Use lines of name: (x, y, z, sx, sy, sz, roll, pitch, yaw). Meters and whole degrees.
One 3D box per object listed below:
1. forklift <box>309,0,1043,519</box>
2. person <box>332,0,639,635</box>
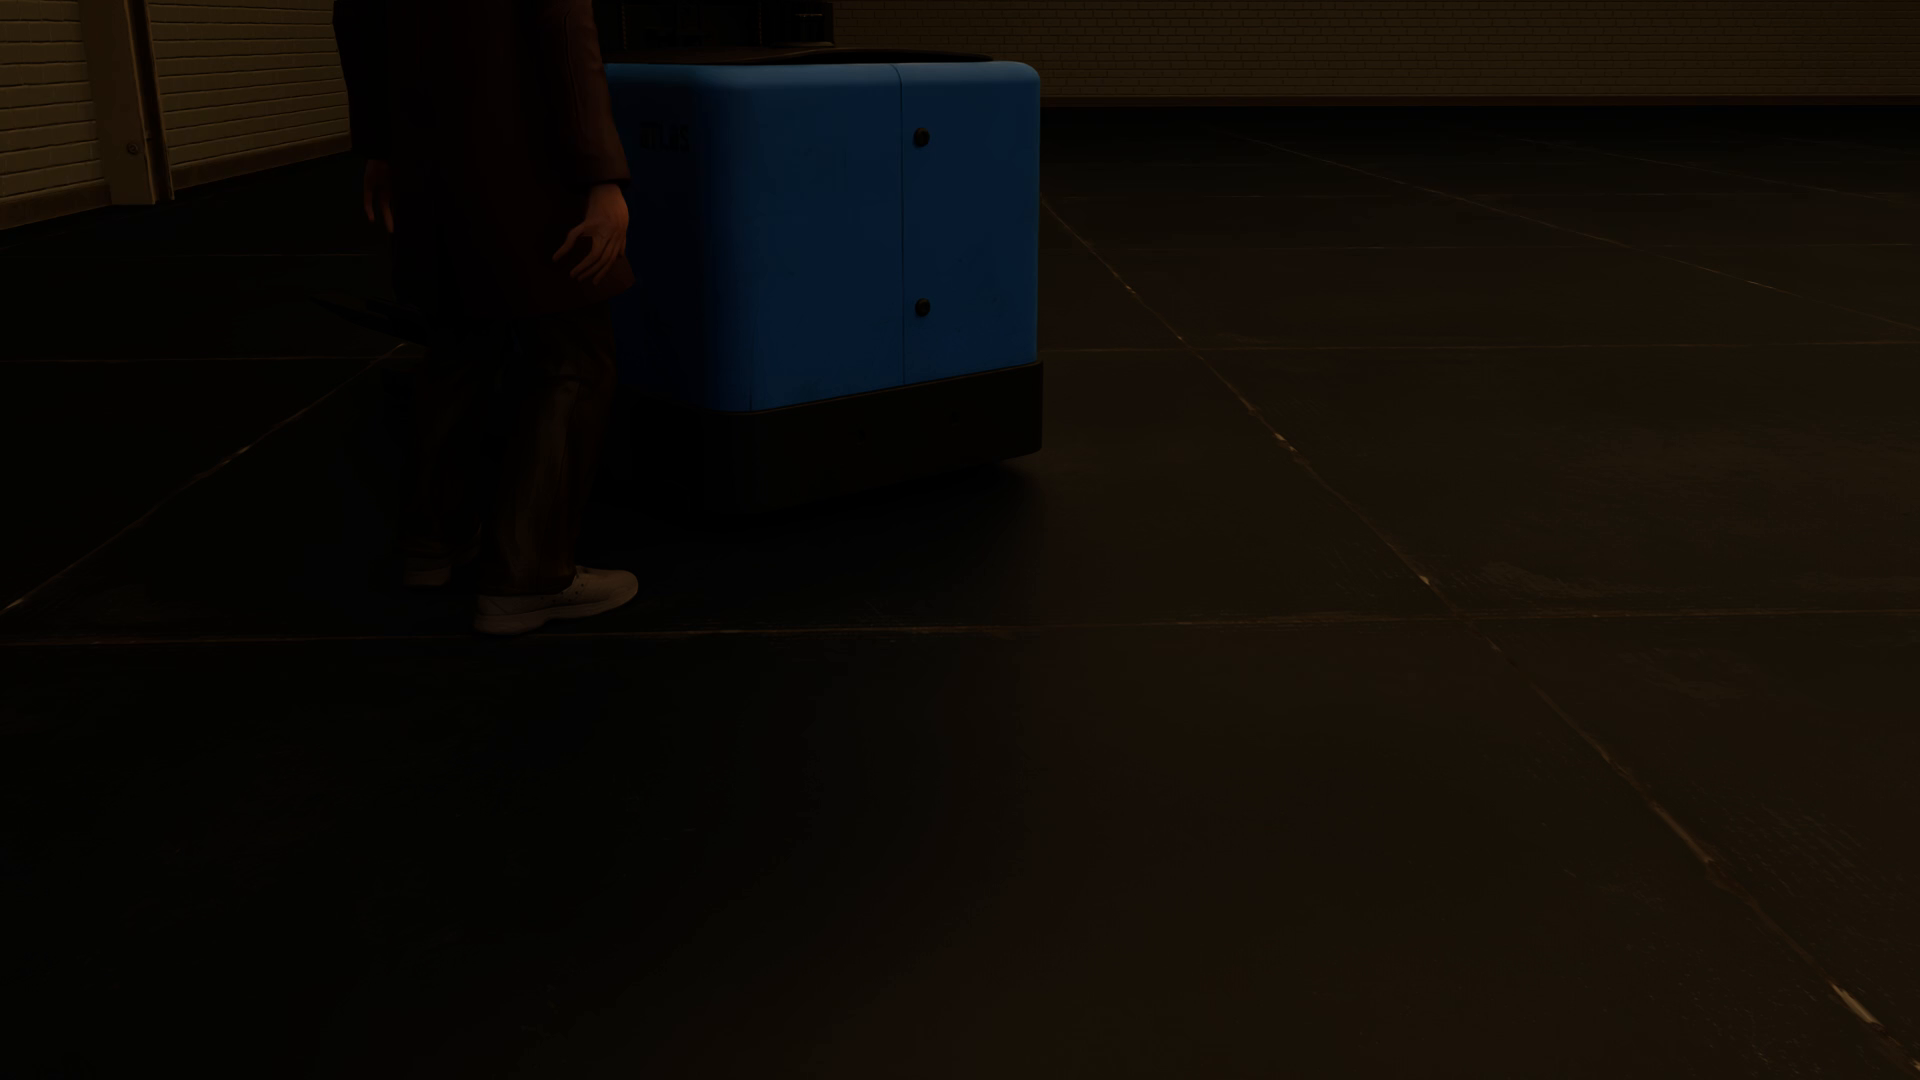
forklift: (-1.129, -1.812, 4.832, 1.130, 2.935, 3.031, -14, 22, -39)
person: (-0.915, -0.705, 3.243, 0.878, 1.751, 0.422, 12, 20, 33)
